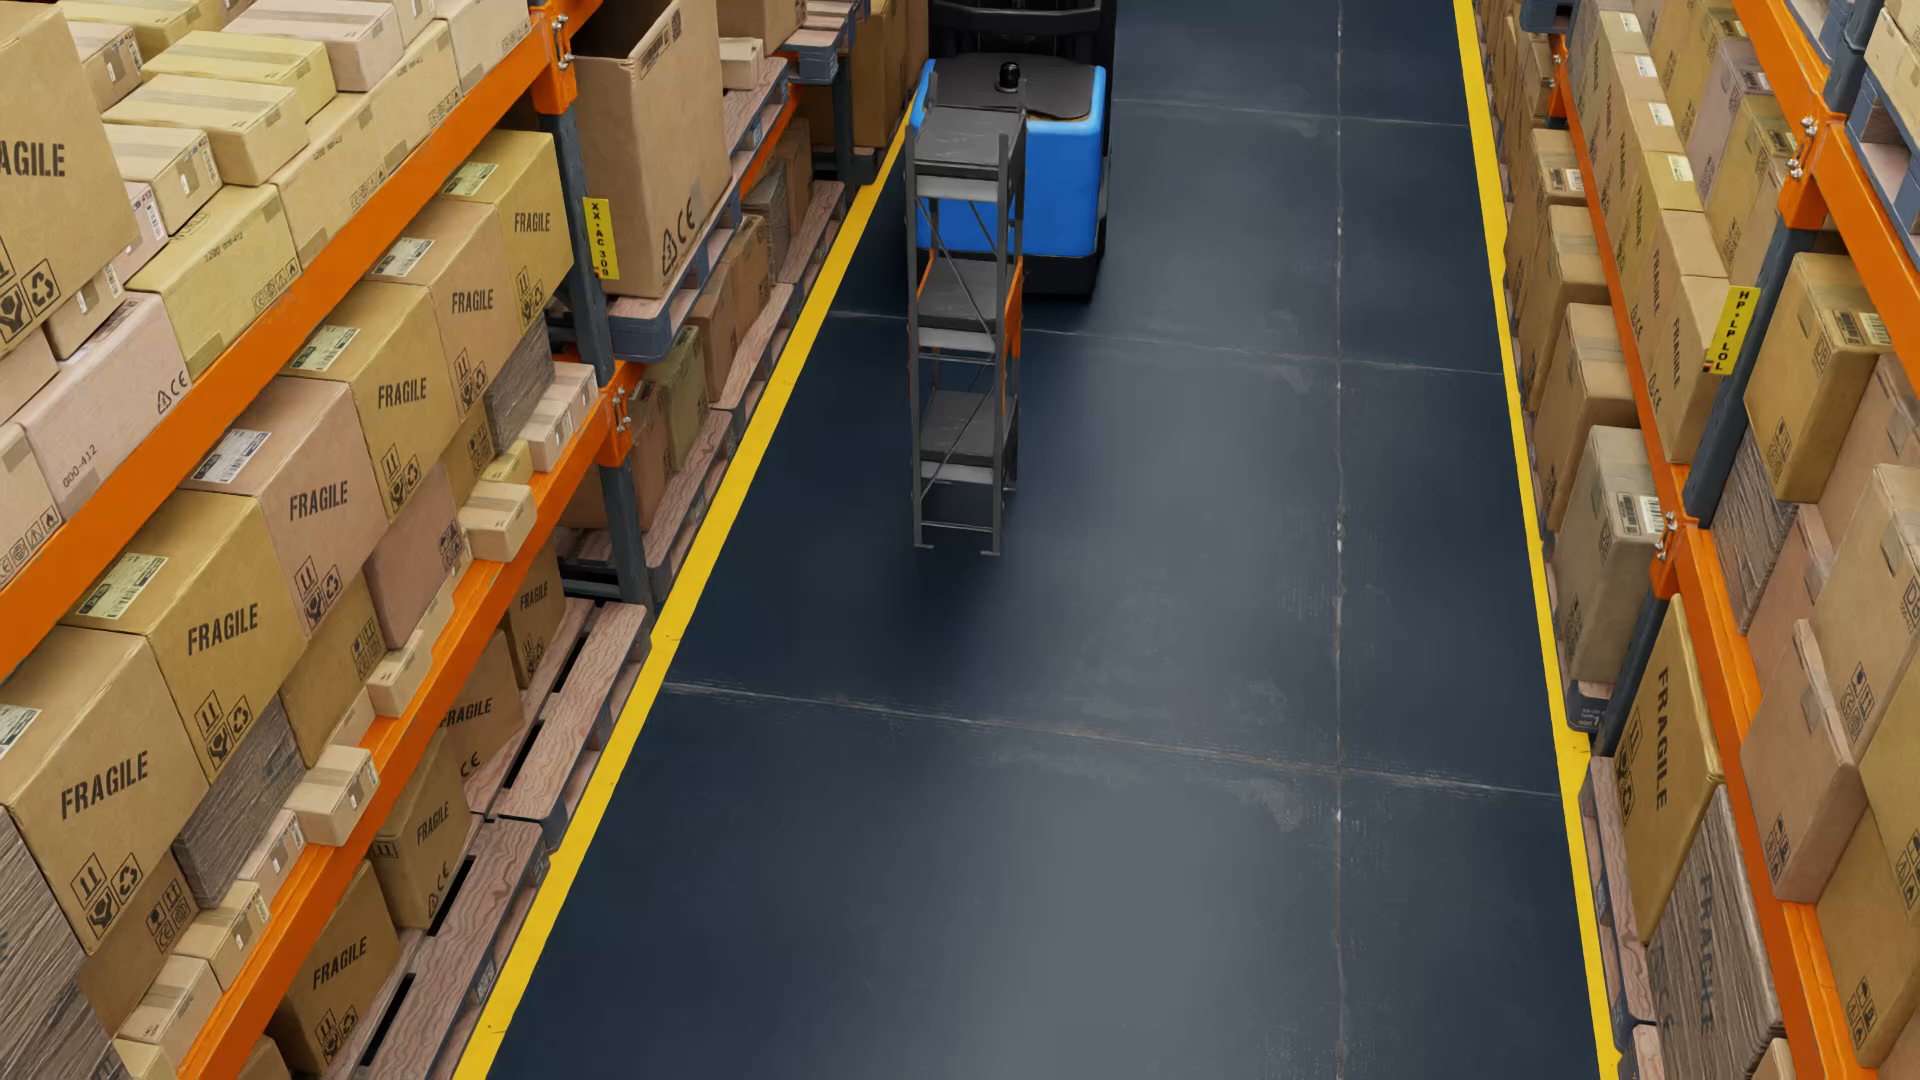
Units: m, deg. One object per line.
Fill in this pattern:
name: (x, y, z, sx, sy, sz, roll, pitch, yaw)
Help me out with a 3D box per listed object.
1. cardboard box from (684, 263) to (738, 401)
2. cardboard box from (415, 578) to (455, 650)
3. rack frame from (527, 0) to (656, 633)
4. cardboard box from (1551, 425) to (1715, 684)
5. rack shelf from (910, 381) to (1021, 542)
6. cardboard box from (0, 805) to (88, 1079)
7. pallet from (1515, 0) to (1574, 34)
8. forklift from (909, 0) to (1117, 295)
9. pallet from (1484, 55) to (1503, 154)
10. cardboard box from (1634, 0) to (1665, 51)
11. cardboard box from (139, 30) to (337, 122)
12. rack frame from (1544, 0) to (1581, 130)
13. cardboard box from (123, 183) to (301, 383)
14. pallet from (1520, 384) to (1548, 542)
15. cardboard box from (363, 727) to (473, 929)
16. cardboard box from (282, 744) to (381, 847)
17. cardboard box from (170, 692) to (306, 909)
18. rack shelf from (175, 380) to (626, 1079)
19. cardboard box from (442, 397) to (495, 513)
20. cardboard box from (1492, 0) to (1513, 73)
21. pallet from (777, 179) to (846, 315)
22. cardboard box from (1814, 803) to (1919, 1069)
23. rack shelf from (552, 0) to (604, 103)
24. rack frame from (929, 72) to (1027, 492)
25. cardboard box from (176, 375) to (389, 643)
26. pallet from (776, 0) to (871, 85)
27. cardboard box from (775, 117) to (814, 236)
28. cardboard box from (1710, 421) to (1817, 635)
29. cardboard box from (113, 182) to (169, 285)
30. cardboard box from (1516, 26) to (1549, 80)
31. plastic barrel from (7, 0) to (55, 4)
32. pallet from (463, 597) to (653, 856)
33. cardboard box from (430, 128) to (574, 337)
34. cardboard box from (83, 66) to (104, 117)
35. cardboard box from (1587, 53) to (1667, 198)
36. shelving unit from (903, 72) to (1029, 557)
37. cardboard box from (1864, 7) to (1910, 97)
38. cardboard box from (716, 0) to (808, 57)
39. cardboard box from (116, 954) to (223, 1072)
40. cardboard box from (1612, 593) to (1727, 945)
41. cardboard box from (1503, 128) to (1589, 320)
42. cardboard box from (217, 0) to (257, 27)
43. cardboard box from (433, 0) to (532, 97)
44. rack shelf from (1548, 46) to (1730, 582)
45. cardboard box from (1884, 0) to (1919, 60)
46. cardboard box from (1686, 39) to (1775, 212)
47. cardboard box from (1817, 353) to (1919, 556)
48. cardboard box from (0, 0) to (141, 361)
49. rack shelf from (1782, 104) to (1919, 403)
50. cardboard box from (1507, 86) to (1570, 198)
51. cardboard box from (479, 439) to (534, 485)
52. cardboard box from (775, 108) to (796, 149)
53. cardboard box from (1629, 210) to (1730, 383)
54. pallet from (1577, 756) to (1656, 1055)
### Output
cardboard box: (-1.516, -1.052, 8.285, 0.700, 0.500, 0.500, 3, 40, 4)
cardboard box: (-1.854, 0.229, 5.316, 0.380, 0.149, 0.250, 6, 40, 8)
rack frame: (-1.841, -0.814, 6.381, 1.000, 3.000, 0.127, 6, 40, 8)
cardboard box: (3.045, 0.102, 6.709, 1.050, 0.750, 0.750, 6, 40, 7)
rack shelf: (0.029, -0.363, 7.661, 0.431, 0.518, 0.480, 6, 40, 8)
cardboard box: (-2.170, 0.842, 3.280, 0.500, 0.500, 0.500, 6, 40, 8)
pallet: (3.737, -3.099, 9.295, 1.213, 0.211, 1.003, 6, 40, 8)
forklift: (0.386, -3.430, 9.598, 1.130, 2.935, 3.031, 4, 40, 5)
pallet: (4.069, -2.893, 11.084, 1.003, 0.211, 1.213, 6, 40, 8)
cardboard box: (3.545, -2.540, 7.605, 0.700, 0.500, 0.500, 6, 40, 7)
cardboard box: (-1.847, -1.176, 4.269, 0.380, 0.149, 0.250, 8, 40, 9)
rack frame: (3.719, -2.714, 8.679, 1.000, 3.000, 0.127, 6, 40, 8)
cardboard box: (-1.938, -0.638, 3.931, 0.500, 0.250, 0.500, 8, 40, 9)
pallet: (3.294, -0.390, 8.056, 1.003, 0.211, 1.213, 6, 40, 8)
cardboard box: (-2.072, 0.992, 5.828, 0.500, 0.500, 0.500, 3, 40, 4)
cardboard box: (-1.894, 0.710, 4.735, 0.380, 0.149, 0.250, 6, 40, 8)
cardboard box: (-2.314, 0.565, 4.401, 0.875, 0.500, 0.500, 6, 40, 8)
rack shelf: (-2.187, 0.718, 5.092, 1.077, 0.370, 4.000, 6, 40, 8)
cardboard box: (-2.101, -0.382, 5.546, 0.875, 0.500, 0.500, 6, 40, 8)
cardboard box: (3.854, -3.326, 11.051, 0.500, 0.500, 0.500, 7, 40, 8)
pallet: (-1.286, -1.760, 9.713, 1.003, 0.211, 1.213, 6, 40, 8)
cardboard box: (2.699, 0.988, 4.083, 0.875, 0.550, 0.500, 6, 40, 8)
rack shelf: (-1.495, -2.948, 7.172, 1.077, 0.370, 4.000, 6, 40, 8)
rack frame: (0.071, -1.066, 7.392, 0.400, 2.100, 0.015, 6, 40, 8)
cardboard box: (-1.911, -0.099, 4.419, 0.500, 0.500, 0.500, 6, 40, 8)
pallet: (-1.167, -2.792, 8.923, 1.213, 0.211, 1.003, 6, 40, 8)
cardboard box: (-1.245, -2.108, 9.562, 0.700, 0.500, 0.500, 4, 40, 5)
cardboard box: (2.974, -0.029, 5.313, 0.875, 0.550, 0.550, 6, 40, 8)
cardboard box: (-2.002, -0.677, 3.666, 0.380, 0.149, 0.250, 6, 40, 7)
cardboard box: (3.655, -2.978, 10.042, 0.500, 0.250, 0.500, 7, 40, 8)
plastic barrel: (-5.959, -3.505, 11.009, 0.600, 0.830, 0.708, 6, 40, 8)
pallet: (-1.923, 0.686, 6.755, 1.003, 0.211, 1.213, 6, 40, 8)
cardboard box: (-1.648, -1.040, 5.557, 0.500, 0.500, 0.500, 6, 40, 8)
cardboard box: (-2.390, -1.074, 4.145, 0.380, 0.149, 0.250, 6, 40, 7)
cardboard box: (3.202, -1.865, 7.573, 0.500, 0.500, 0.500, 6, 40, 8)
shelving unit: (0.029, -0.913, 7.207, 0.431, 2.100, 0.503, 6, 40, 8)
cardboard box: (2.629, -1.273, 4.370, 0.380, 0.149, 0.250, 6, 40, 7)
cardboard box: (-1.201, -2.820, 8.399, 0.700, 0.500, 0.500, 12, 41, 14)
cardboard box: (-2.106, 1.171, 4.177, 0.380, 0.149, 0.250, 6, 40, 8)
cardboard box: (2.849, 0.840, 5.718, 0.875, 0.875, 0.875, 7, 40, 8)
cardboard box: (3.525, -1.637, 8.812, 1.050, 0.750, 0.750, 6, 40, 7)
cardboard box: (-2.248, -1.553, 4.725, 0.380, 0.149, 0.250, 7, 40, 8)
cardboard box: (-1.663, -1.598, 5.092, 0.500, 0.250, 0.500, 8, 40, 9)
rack shelf: (3.372, -1.182, 7.390, 1.077, 0.370, 4.000, 6, 40, 8)
cardboard box: (2.666, -1.341, 4.140, 0.500, 0.250, 0.500, 7, 40, 8)
cardboard box: (3.281, -1.580, 6.444, 0.700, 0.500, 0.500, 7, 40, 8)
cardboard box: (2.948, -0.092, 4.542, 0.875, 0.550, 0.550, 6, 40, 8)
cardboard box: (-2.011, -0.708, 3.194, 0.500, 0.500, 0.500, 6, 40, 7)
rack shelf: (2.680, 0.172, 3.398, 1.077, 0.370, 4.000, 6, 40, 8)
cardboard box: (3.575, -2.355, 9.876, 0.500, 0.500, 0.500, 6, 40, 7)
cardboard box: (-1.744, -0.244, 5.888, 0.380, 0.149, 0.250, 6, 40, 8)
cardboard box: (-1.235, -2.396, 9.322, 0.500, 0.250, 0.500, 8, 40, 9)
cardboard box: (2.941, -0.917, 6.426, 0.500, 0.500, 0.500, 6, 40, 7)
pallet: (2.818, 1.339, 5.964, 1.003, 0.211, 1.213, 6, 40, 8)
